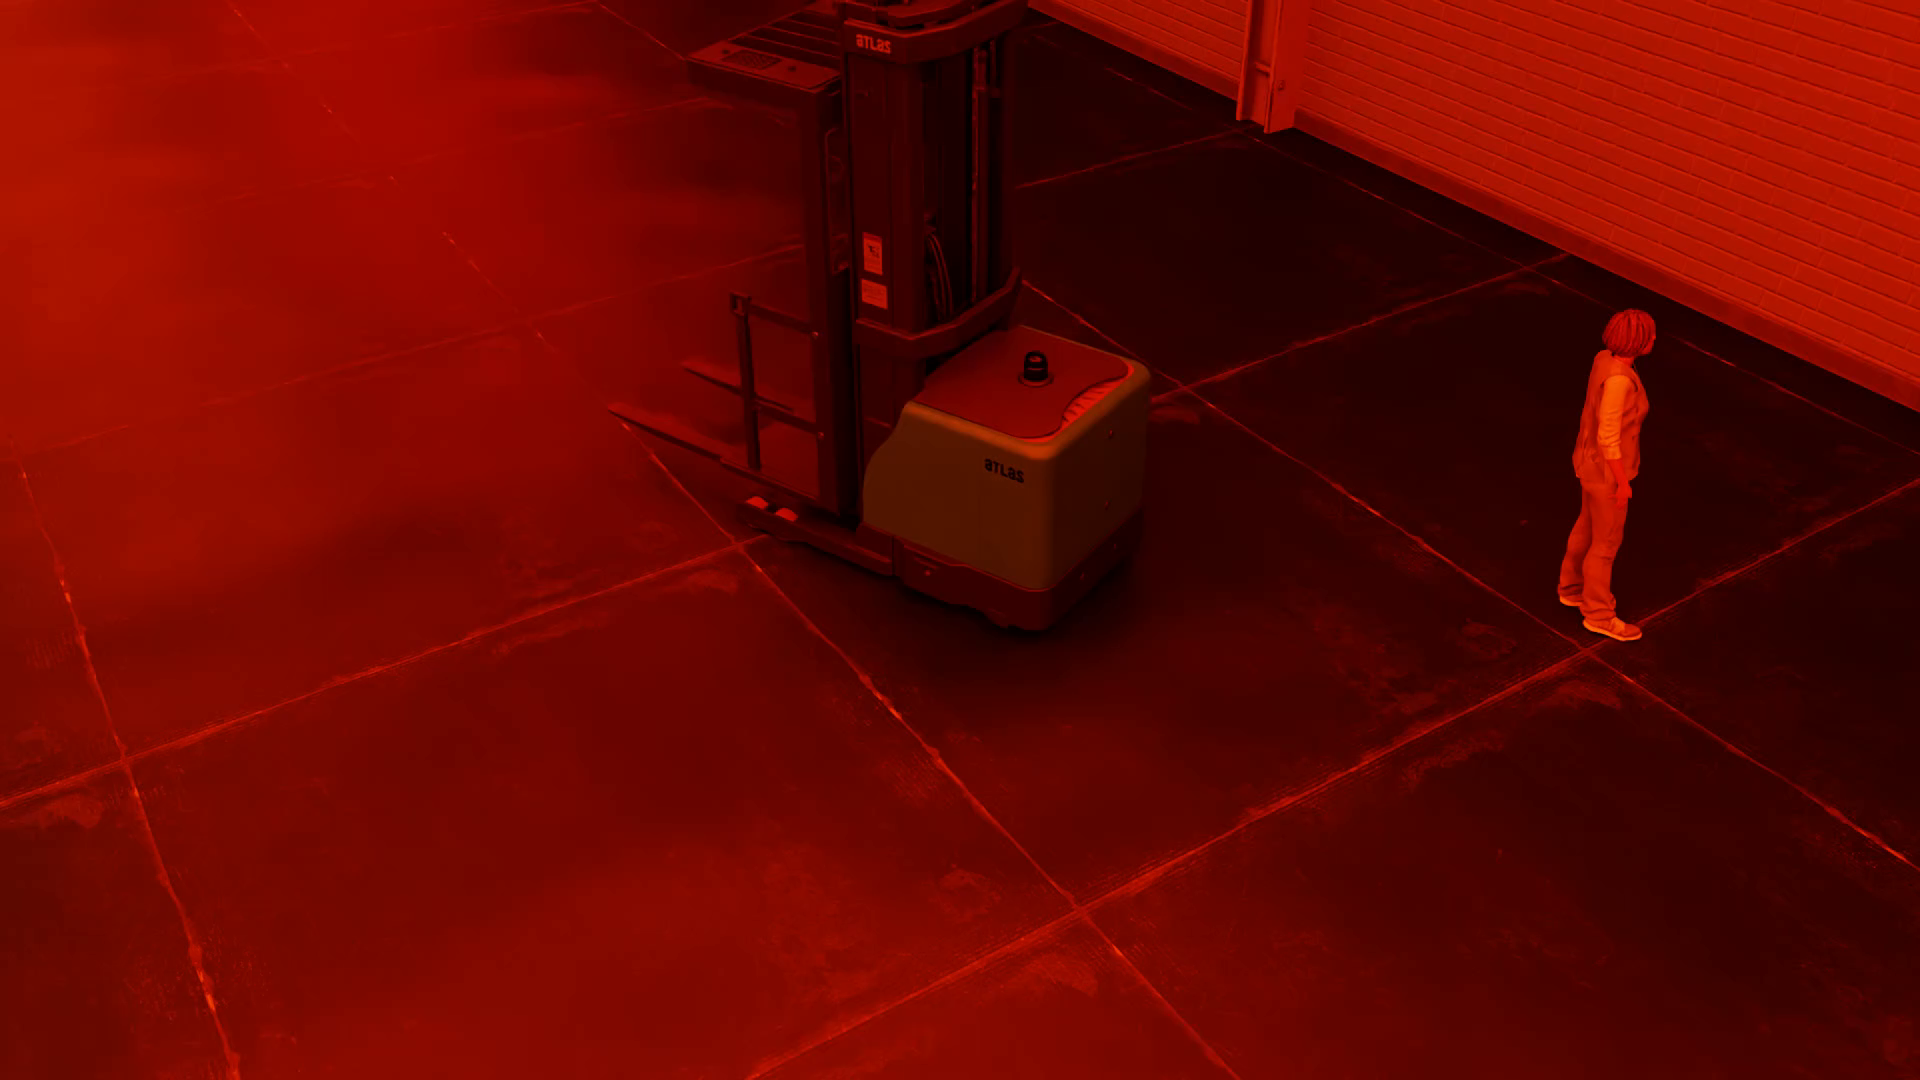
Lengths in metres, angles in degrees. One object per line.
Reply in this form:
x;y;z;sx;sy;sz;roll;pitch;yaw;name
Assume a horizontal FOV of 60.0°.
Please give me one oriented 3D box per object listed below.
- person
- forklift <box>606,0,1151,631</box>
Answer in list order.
3.091;-0.323;7.758;0.471;1.599;0.517;7;36;10;person
-0.561;-1.423;8.173;3.031;2.935;1.130;22;41;28;forklift
